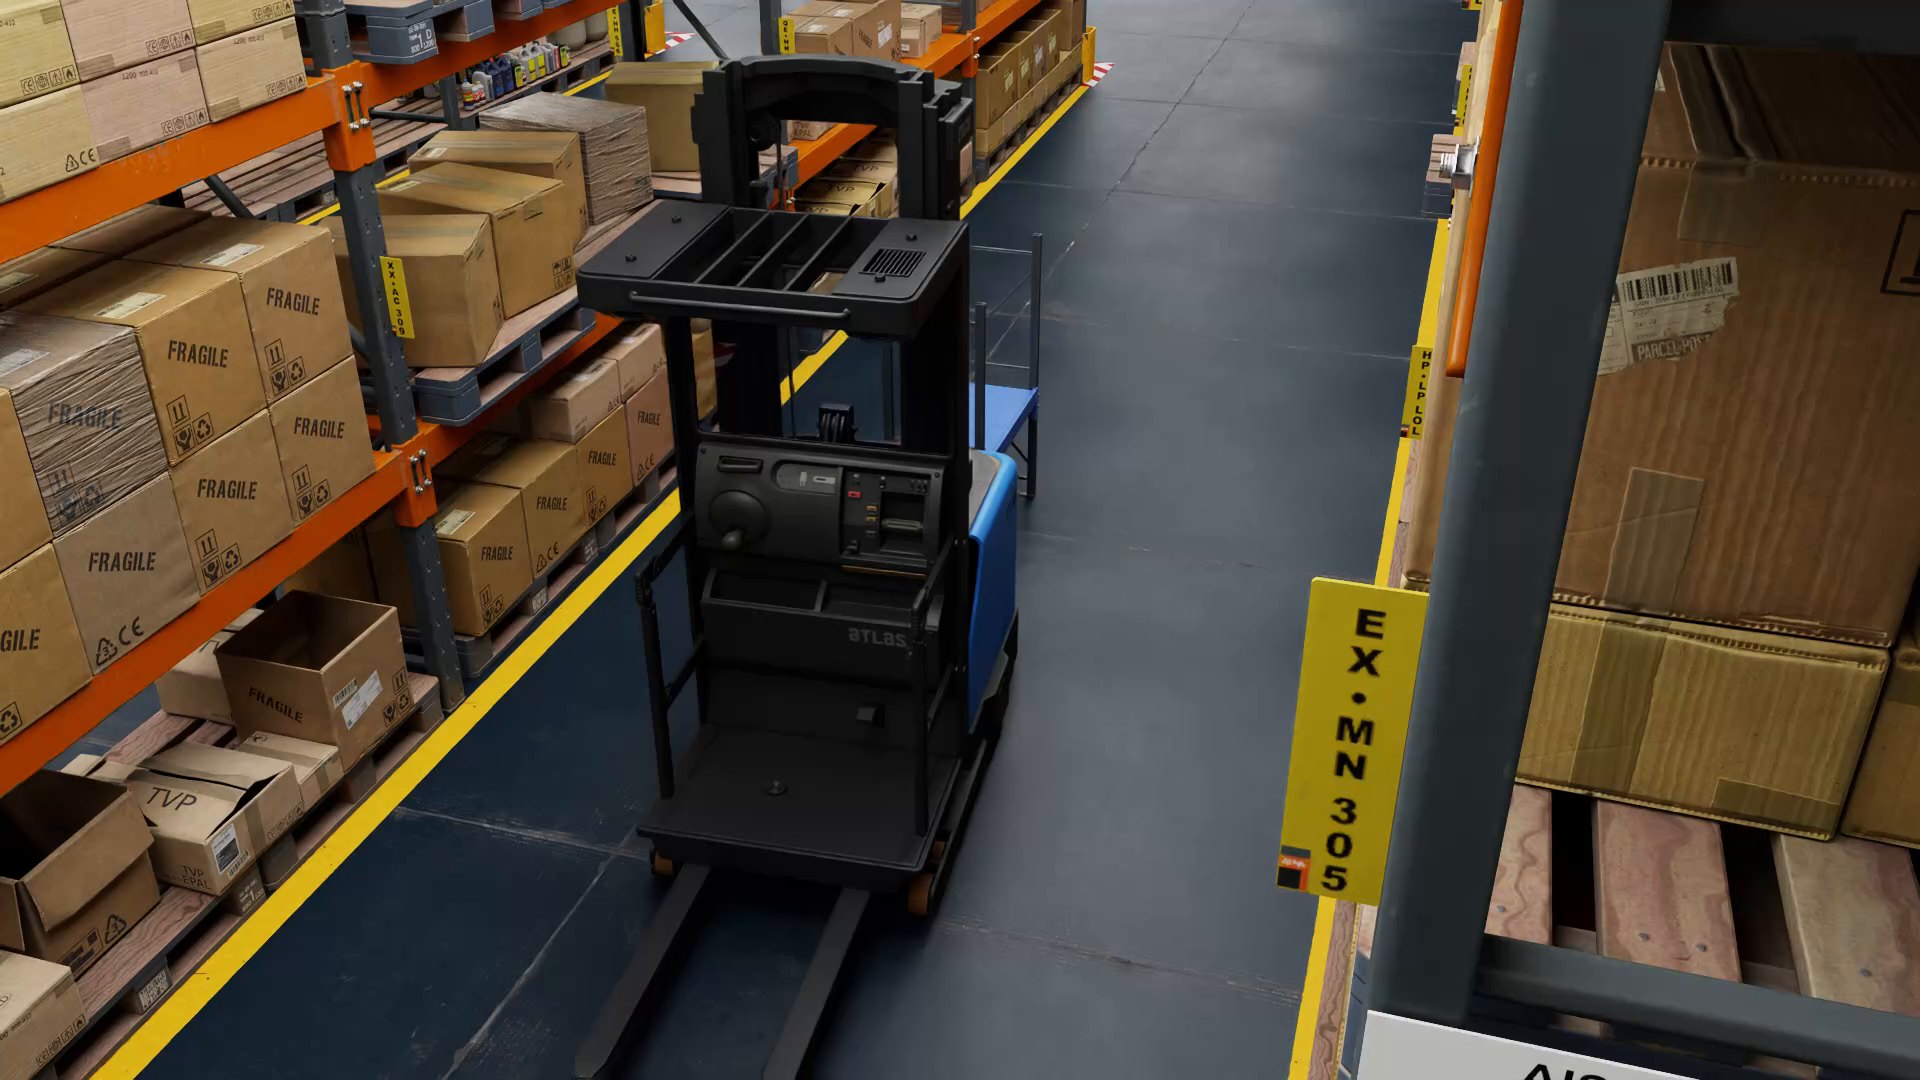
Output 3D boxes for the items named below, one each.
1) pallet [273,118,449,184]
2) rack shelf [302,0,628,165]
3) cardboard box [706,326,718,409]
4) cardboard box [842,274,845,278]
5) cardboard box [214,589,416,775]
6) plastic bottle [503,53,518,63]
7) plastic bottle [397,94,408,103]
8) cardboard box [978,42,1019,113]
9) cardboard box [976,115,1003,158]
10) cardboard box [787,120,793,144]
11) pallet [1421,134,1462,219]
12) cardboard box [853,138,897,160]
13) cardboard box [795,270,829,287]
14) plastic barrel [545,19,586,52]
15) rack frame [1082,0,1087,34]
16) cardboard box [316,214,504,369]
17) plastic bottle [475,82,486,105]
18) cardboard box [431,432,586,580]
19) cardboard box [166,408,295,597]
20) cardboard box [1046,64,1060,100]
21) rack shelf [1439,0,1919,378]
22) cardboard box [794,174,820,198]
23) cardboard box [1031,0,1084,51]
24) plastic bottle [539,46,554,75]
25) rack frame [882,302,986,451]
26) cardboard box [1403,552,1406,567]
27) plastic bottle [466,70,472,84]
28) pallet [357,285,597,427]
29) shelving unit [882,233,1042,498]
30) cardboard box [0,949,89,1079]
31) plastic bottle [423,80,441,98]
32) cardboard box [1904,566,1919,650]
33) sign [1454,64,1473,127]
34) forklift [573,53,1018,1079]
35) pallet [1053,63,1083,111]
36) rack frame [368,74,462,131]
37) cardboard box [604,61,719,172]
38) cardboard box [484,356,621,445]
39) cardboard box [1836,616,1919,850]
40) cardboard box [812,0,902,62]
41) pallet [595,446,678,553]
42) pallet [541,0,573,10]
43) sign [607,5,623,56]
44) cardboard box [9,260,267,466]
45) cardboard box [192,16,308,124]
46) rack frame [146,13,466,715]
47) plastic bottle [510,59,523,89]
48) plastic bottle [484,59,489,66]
[{"bbox_3d":[-5.291,-3.474,14.778,1.003,0.211,1.213,8,30,15],"label":"pallet"},{"bbox_3d":[-2.125,-2.563,7.926,1.077,0.370,4.000,8,30,15],"label":"rack shelf"},{"bbox_3d":[-1.588,-1.128,9.810,0.500,0.500,0.500,10,31,17],"label":"cardboard box"},{"bbox_3d":[-0.957,-1.913,11.500,0.500,0.250,0.500,8,30,13],"label":"cardboard box"},{"bbox_3d":[-2.608,0.568,6.761,0.500,0.500,0.500,8,30,15],"label":"cardboard box"},{"bbox_3d":[-4.433,-4.676,16.419,0.152,0.276,0.135,8,30,15],"label":"plastic bottle"},{"bbox_3d":[-5.289,-4.246,15.723,0.097,0.201,0.097,0,29,0],"label":"plastic bottle"},{"bbox_3d":[0.211,-4.069,14.603,0.500,0.500,0.500,8,30,15],"label":"cardboard box"},{"bbox_3d":[0.062,-3.509,14.369,0.500,0.250,0.500,8,30,15],"label":"cardboard box"},{"bbox_3d":[-1.389,-2.620,10.465,0.500,0.311,0.500,10,31,18],"label":"cardboard box"},{"bbox_3d":[3.306,-2.053,9.553,1.213,0.211,1.003,8,30,15],"label":"pallet"},{"bbox_3d":[-0.504,-2.878,12.658,0.500,0.311,0.500,8,30,15],"label":"cardboard box"},{"bbox_3d":[-1.103,-1.924,10.943,0.500,0.311,0.500,10,30,17],"label":"cardboard box"},{"bbox_3d":[-4.191,-5.469,17.622,0.421,0.512,0.421,0,29,0],"label":"plastic barrel"},{"bbox_3d":[0.810,-6.214,16.834,1.000,3.000,0.127,8,30,15],"label":"rack frame"},{"bbox_3d":[-2.359,-1.052,7.021,0.700,0.500,0.500,-1,29,-2],"label":"cardboard box"},{"bbox_3d":[-4.526,-4.213,15.663,0.097,0.201,0.097,0,29,0],"label":"plastic bottle"},{"bbox_3d":[-2.191,-0.176,8.100,0.500,0.500,0.500,9,30,16],"label":"cardboard box"},{"bbox_3d":[-2.763,-0.172,5.871,0.500,0.500,0.500,9,30,16],"label":"cardboard box"},{"bbox_3d":[0.655,-4.437,16.038,0.500,0.250,0.500,8,30,15],"label":"cardboard box"},{"bbox_3d":[1.438,-1.135,2.685,1.077,0.370,4.000,8,30,15],"label":"rack shelf"},{"bbox_3d":[-1.322,-2.478,11.939,0.500,0.311,0.500,8,30,15],"label":"cardboard box"},{"bbox_3d":[0.937,-5.232,16.694,0.500,0.500,0.500,8,30,15],"label":"cardboard box"},{"bbox_3d":[-4.185,-4.830,16.697,0.152,0.276,0.135,8,30,13],"label":"plastic bottle"},{"bbox_3d":[-0.124,-0.459,8.032,0.500,1.500,0.032,8,30,15],"label":"rack frame"},{"bbox_3d":[1.630,0.525,4.412,0.980,0.700,0.700,8,30,14],"label":"cardboard box"},{"bbox_3d":[-4.619,-4.323,15.777,0.061,0.283,0.133,8,30,15],"label":"plastic bottle"},{"bbox_3d":[-2.373,-0.909,7.496,1.003,0.211,1.213,8,30,15],"label":"pallet"},{"bbox_3d":[0.025,-0.695,8.457,0.538,1.500,1.048,8,30,15],"label":"shelving unit"},{"bbox_3d":[-3.162,1.554,5.246,0.500,0.250,0.500,8,30,15],"label":"cardboard box"},{"bbox_3d":[-5.047,-4.418,15.878,0.144,0.351,0.185,8,30,15],"label":"plastic bottle"},{"bbox_3d":[1.296,-0.178,1.747,0.500,0.500,0.500,7,30,13],"label":"cardboard box"},{"bbox_3d":[2.677,-2.335,8.753,0.100,0.325,0.005,8,30,15],"label":"sign"},{"bbox_3d":[-0.563,-0.076,5.871,1.130,2.935,3.031,6,30,11],"label":"forklift"},{"bbox_3d":[0.626,-4.634,16.862,1.003,0.211,1.213,8,30,15],"label":"pallet"},{"bbox_3d":[-5.098,-5.063,14.766,1.000,3.000,0.127,8,30,15],"label":"rack frame"},{"bbox_3d":[-1.615,-2.414,9.470,0.700,0.500,0.500,-1,29,-2],"label":"cardboard box"},{"bbox_3d":[-2.044,-0.719,8.305,0.500,0.250,0.500,9,30,15],"label":"cardboard box"},{"bbox_3d":[1.299,0.150,1.928,0.500,0.250,0.500,10,31,17],"label":"cardboard box"},{"bbox_3d":[-0.759,-3.799,12.391,0.500,0.500,0.500,11,31,18],"label":"cardboard box"},{"bbox_3d":[-2.153,-0.371,9.199,1.003,0.211,1.213,8,30,15],"label":"pallet"},{"bbox_3d":[-2.152,-2.641,7.520,1.213,0.211,1.003,8,30,15],"label":"pallet"},{"bbox_3d":[-2.069,-3.079,10.009,0.100,0.325,0.005,8,30,15],"label":"sign"},{"bbox_3d":[-2.761,-0.607,5.625,0.500,0.500,0.500,8,30,14],"label":"cardboard box"},{"bbox_3d":[-2.600,-1.618,5.642,0.500,0.250,0.500,8,30,15],"label":"cardboard box"},{"bbox_3d":[-2.712,-0.637,6.809,1.000,3.000,0.127,8,30,15],"label":"rack frame"},{"bbox_3d":[-4.321,-4.543,16.172,0.061,0.283,0.133,10,31,17],"label":"plastic bottle"},{"bbox_3d":[-4.854,-4.965,16.943,0.097,0.271,0.097,0,29,0],"label":"plastic bottle"}]
